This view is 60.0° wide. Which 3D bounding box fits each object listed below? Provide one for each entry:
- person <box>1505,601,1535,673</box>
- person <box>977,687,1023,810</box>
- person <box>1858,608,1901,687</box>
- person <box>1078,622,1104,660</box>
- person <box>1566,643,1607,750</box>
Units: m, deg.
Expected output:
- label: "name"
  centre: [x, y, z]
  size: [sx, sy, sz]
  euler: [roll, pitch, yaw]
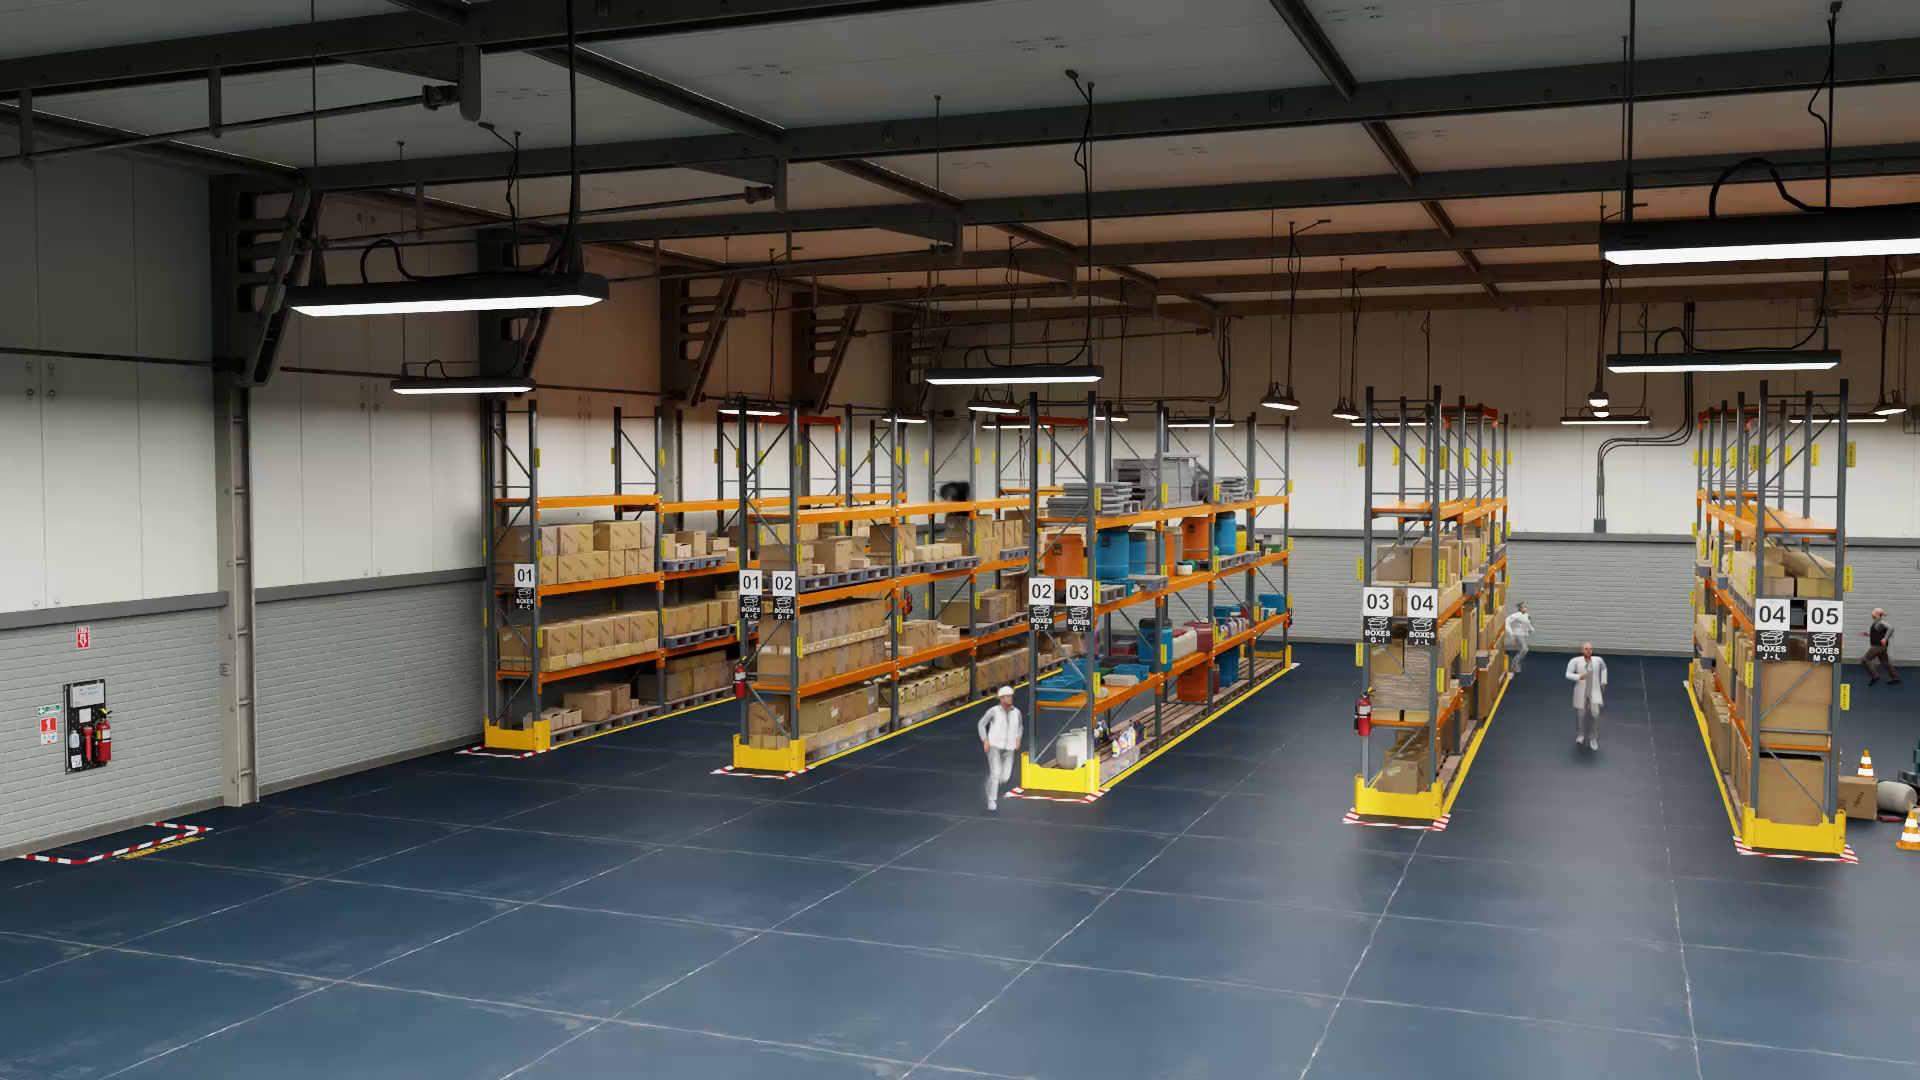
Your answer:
- label: "person"
  centre: [13.097, 2.266, 38.783]
  size: [0.635, 1.685, 0.613]
  euler: [-2, 3, -29]
- label: "person"
  centre: [0.593, 2.978, 23.993]
  size: [0.700, 1.724, 0.648]
  euler: [-1, 3, -20]
- label: "person"
  centre: [20.048, 2.356, 36.257]
  size: [0.870, 1.732, 0.661]
  euler: [1, 3, 28]
- label: "person"
  centre: [2.600, 2.296, 33.373]
  size: [0.516, 1.560, 0.480]
  euler: [1, 3, 14]
- label: "person"
  centre: [10.838, 2.700, 28.775]
  size: [0.709, 1.856, 0.840]
  euler: [1, 3, 14]
